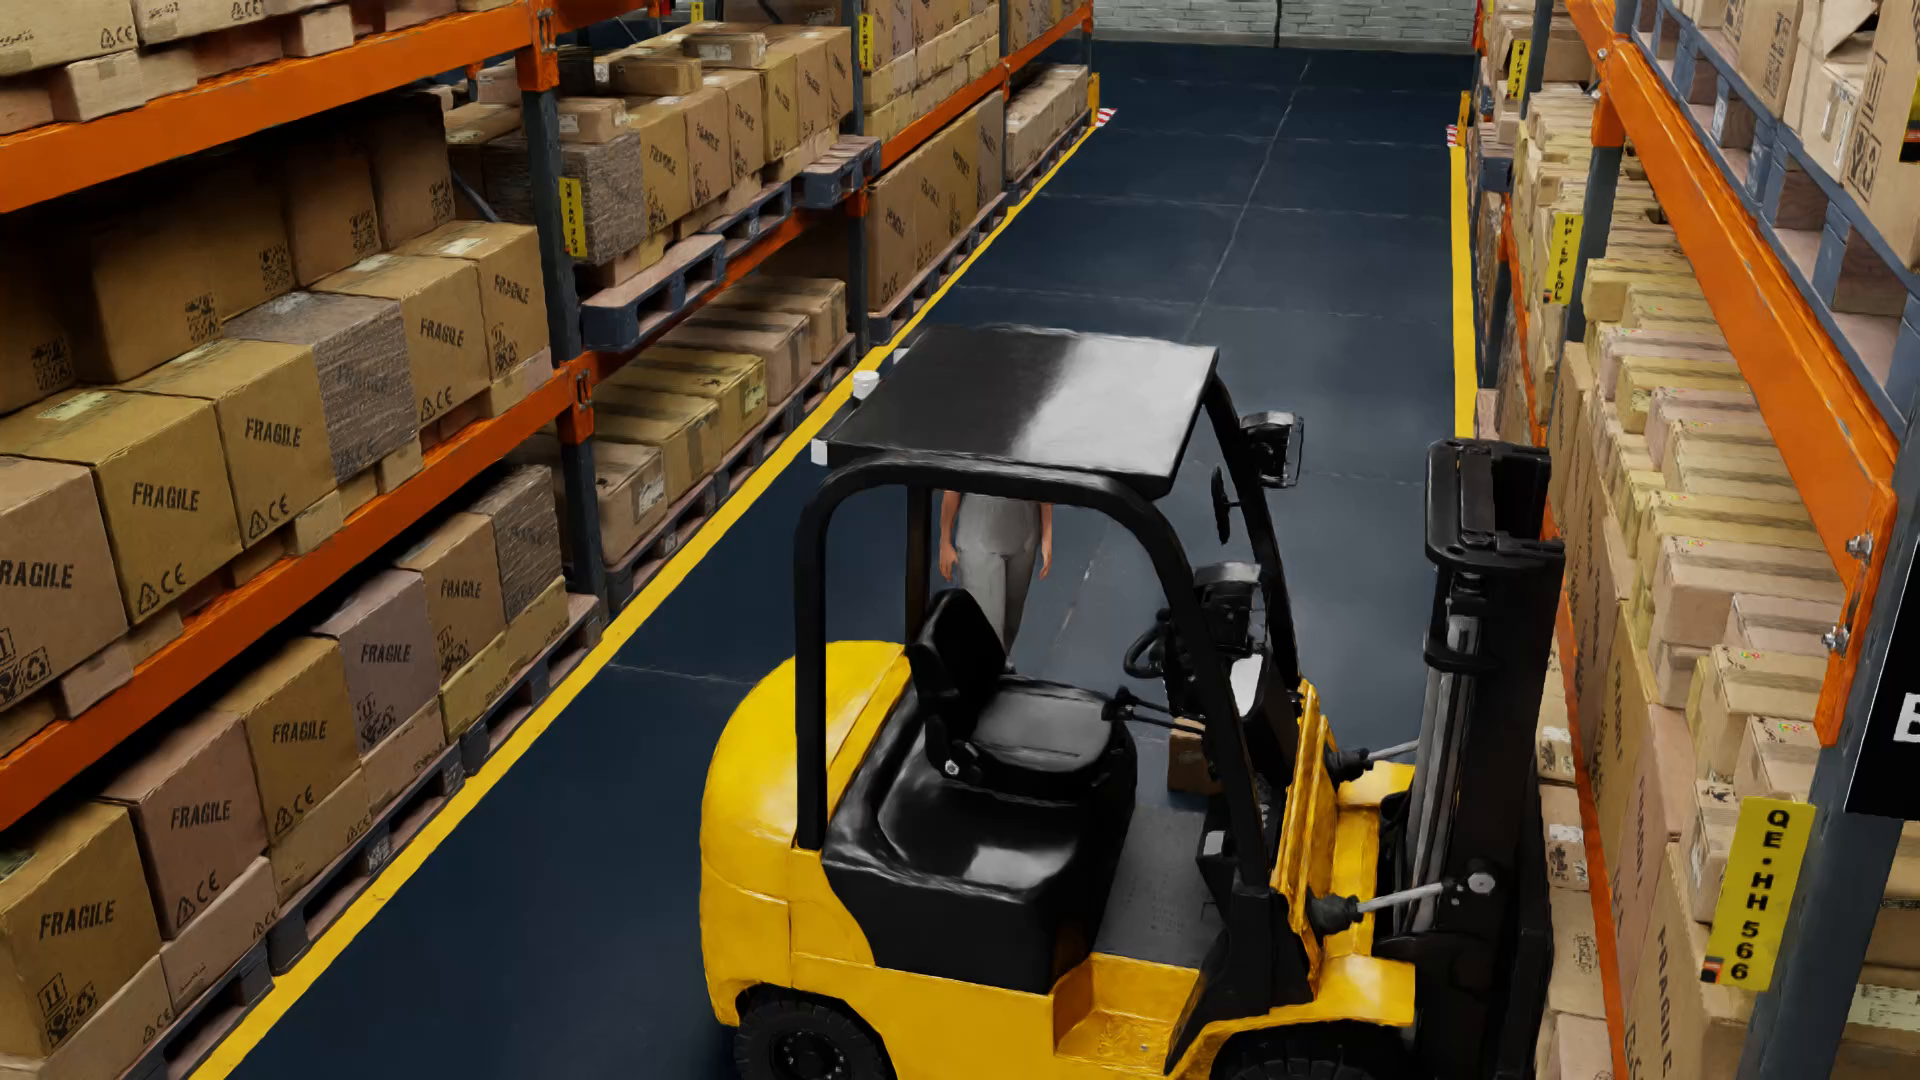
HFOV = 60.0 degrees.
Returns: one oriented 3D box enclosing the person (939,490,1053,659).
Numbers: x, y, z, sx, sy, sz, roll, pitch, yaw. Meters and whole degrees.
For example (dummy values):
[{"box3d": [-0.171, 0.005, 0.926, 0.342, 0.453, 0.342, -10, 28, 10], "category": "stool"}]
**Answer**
[{"box3d": [0.214, 0.080, 6.437, 0.463, 1.665, 0.647, -11, 28, -23], "category": "person"}]
